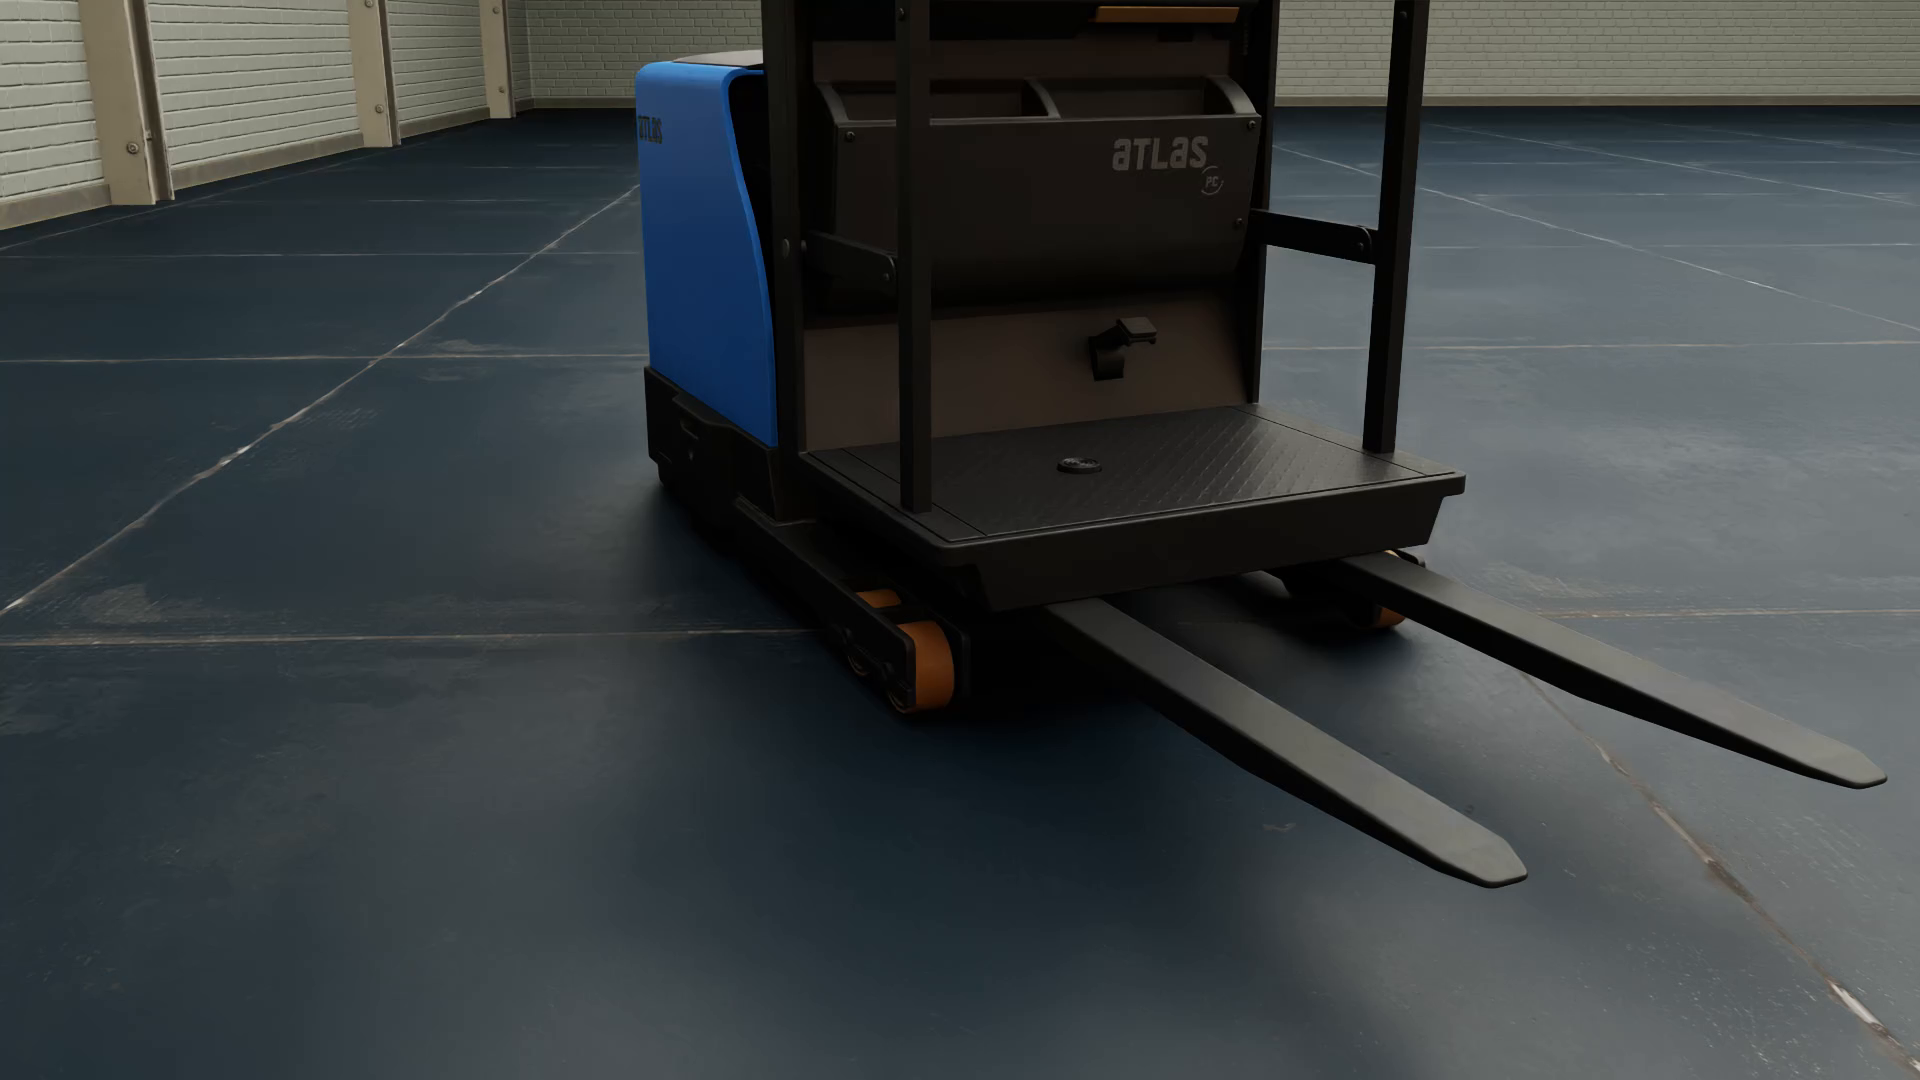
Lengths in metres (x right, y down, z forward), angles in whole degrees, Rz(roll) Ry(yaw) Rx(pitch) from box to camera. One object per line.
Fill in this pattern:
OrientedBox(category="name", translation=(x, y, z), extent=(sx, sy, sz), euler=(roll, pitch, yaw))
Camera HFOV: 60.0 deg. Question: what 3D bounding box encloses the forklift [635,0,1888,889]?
OrientedBox(category="forklift", translation=(0.258, -1.240, 2.962), extent=(1.130, 2.935, 3.031), euler=(-8, 19, -24))
